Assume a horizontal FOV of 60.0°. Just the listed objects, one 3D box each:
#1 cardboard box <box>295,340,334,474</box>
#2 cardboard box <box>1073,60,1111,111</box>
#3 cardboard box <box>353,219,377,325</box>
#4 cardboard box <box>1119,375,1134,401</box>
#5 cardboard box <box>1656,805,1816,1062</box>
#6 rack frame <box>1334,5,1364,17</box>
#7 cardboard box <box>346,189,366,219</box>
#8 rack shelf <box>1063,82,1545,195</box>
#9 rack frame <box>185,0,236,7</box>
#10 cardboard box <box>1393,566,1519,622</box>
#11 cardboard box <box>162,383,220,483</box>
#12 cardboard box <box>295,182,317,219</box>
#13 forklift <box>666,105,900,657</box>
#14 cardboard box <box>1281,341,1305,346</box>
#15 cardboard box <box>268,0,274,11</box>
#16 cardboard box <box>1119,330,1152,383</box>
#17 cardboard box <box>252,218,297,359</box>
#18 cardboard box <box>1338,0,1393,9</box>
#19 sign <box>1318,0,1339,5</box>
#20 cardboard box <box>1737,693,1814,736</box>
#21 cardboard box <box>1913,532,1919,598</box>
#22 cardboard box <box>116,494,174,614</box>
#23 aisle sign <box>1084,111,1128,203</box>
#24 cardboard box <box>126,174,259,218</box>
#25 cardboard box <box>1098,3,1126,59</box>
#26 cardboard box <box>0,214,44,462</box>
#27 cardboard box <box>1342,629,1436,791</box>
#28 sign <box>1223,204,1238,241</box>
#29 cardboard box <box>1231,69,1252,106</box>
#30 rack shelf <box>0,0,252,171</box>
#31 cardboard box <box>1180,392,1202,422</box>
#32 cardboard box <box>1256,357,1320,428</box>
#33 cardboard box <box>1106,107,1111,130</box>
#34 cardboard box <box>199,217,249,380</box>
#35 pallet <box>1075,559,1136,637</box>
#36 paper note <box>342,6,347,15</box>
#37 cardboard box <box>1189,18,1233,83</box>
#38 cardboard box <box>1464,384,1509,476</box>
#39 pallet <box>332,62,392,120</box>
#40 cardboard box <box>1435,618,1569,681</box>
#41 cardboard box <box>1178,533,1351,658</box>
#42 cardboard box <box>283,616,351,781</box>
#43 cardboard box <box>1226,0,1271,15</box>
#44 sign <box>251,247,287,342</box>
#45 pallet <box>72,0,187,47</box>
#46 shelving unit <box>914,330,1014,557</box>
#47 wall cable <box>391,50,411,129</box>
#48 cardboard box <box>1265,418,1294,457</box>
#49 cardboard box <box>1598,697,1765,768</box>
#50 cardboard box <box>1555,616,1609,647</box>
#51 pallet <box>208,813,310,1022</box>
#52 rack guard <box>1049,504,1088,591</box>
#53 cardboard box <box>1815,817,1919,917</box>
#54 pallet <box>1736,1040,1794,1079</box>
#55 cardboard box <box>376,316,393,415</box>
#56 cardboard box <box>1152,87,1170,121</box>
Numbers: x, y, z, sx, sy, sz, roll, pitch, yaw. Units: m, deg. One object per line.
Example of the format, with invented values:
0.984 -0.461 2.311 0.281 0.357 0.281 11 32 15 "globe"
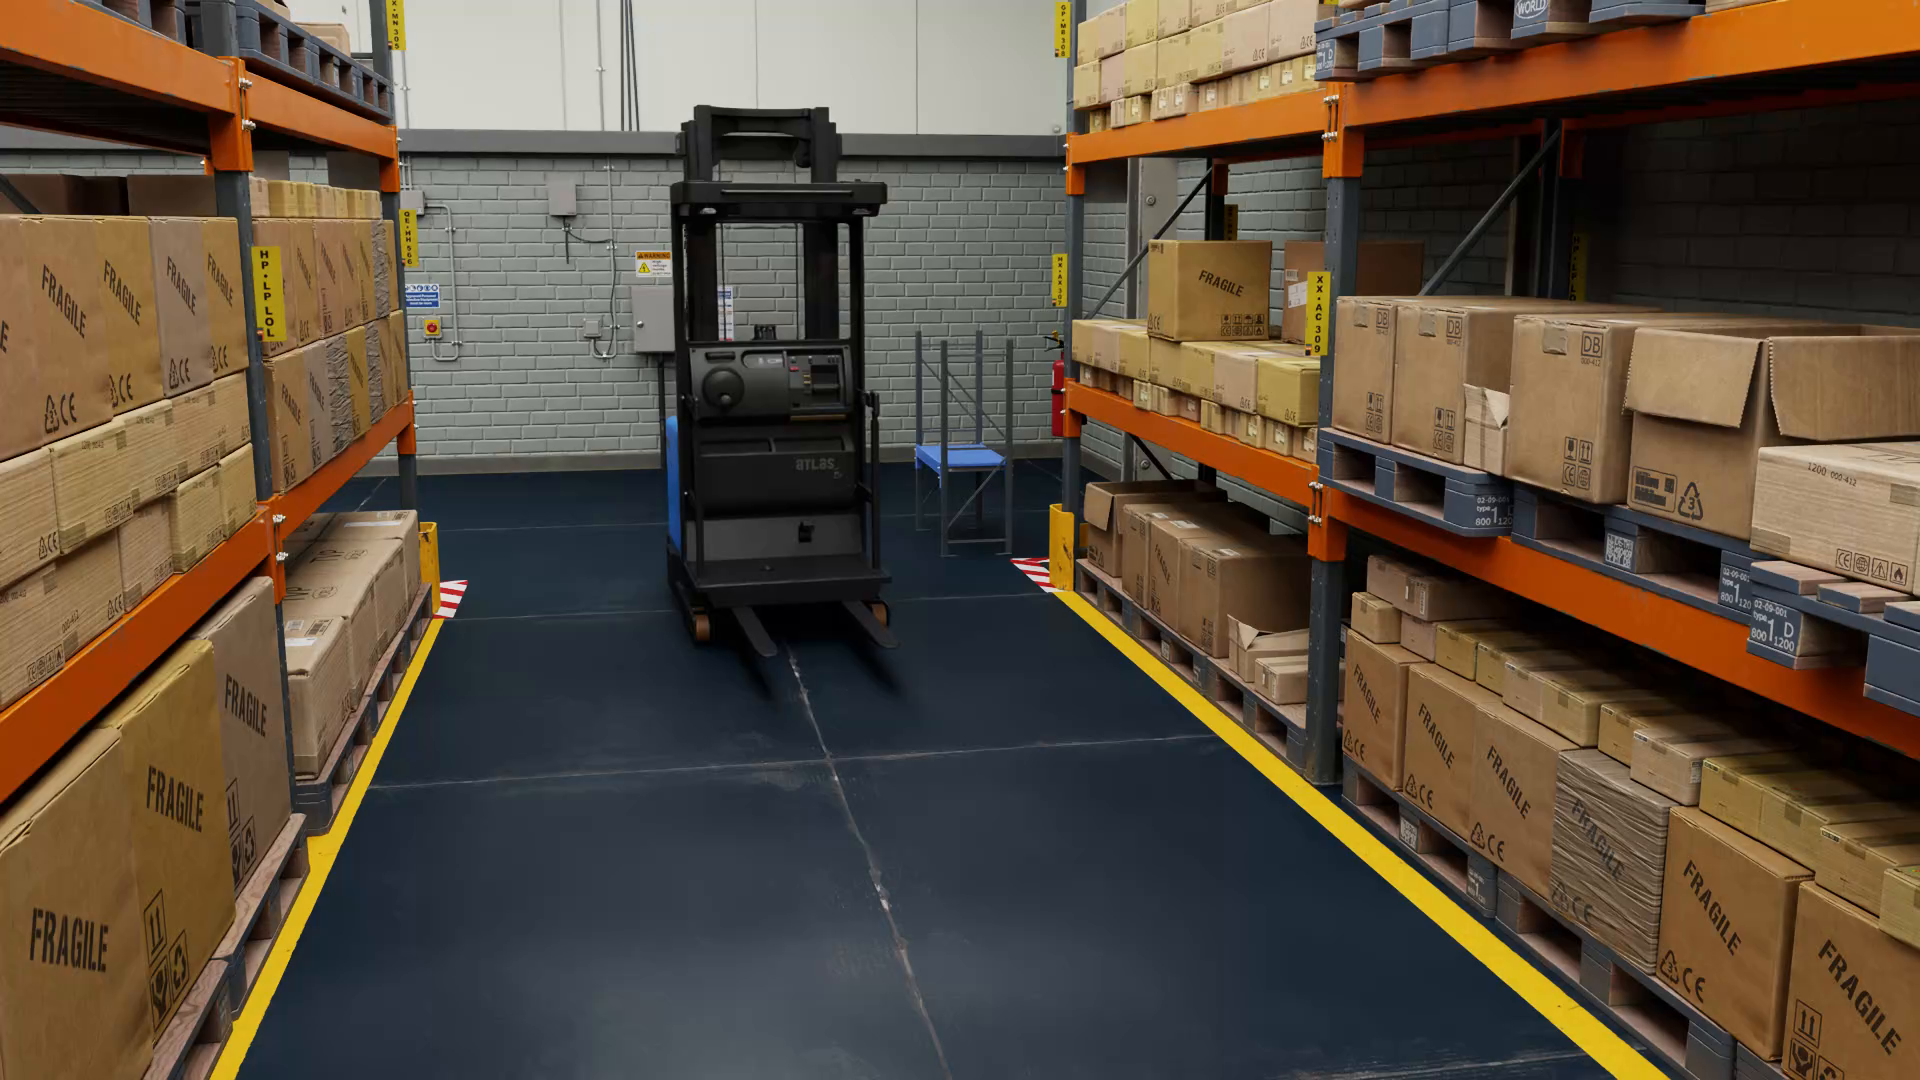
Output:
-2.860 -0.539 6.737 0.500 0.500 0.500 -2 11 -11 "cardboard box"
0.976 -2.671 9.791 0.500 0.250 0.500 -2 11 -12 "cardboard box"
-3.159 -1.310 8.116 0.500 0.500 0.500 -2 11 -11 "cardboard box"
1.122 -0.882 9.481 0.380 0.149 0.250 -2 11 -9 "cardboard box"
2.229 1.015 4.405 0.500 0.500 0.500 -2 11 -9 "cardboard box"
1.936 -3.430 6.150 1.000 3.000 0.127 -2 11 -11 "rack frame"
-3.230 -1.698 8.419 0.380 0.149 0.250 -2 11 -10 "cardboard box"
1.547 -1.970 8.425 1.077 0.370 4.000 -2 11 -11 "rack shelf"
-2.932 -3.249 5.198 1.000 3.000 0.127 -2 11 -11 "rack frame"
1.842 0.195 6.179 0.380 0.149 0.250 -3 11 -14 "cardboard box"
-2.503 -0.310 4.867 0.500 0.250 0.500 -2 11 -10 "cardboard box"
-2.907 -1.417 6.944 0.380 0.149 0.250 -2 11 -13 "cardboard box"
-1.022 -0.948 9.339 1.130 2.935 3.031 -3 11 -15 "forklift"
1.902 -0.842 8.205 0.500 0.250 0.500 -2 11 -10 "cardboard box"
-3.226 -2.327 6.713 0.797 0.503 0.637 -1 11 -7 "cardboard box"
1.182 -1.011 9.089 0.500 0.250 0.500 -2 11 -12 "cardboard box"
-2.787 -0.938 6.161 0.500 0.500 0.500 -2 11 -11 "cardboard box"
1.604 -2.019 6.041 0.380 0.149 0.250 -2 11 -10 "cardboard box"
1.405 -2.189 6.271 0.100 0.325 0.005 -2 11 -11 "sign"
2.603 0.561 5.056 0.380 0.149 0.250 -3 11 -13 "cardboard box"
2.210 0.061 3.400 0.380 0.149 0.250 -2 11 -10 "cardboard box"
-2.420 0.032 4.408 0.500 0.250 0.500 -2 11 -13 "cardboard box"
0.857 -2.495 10.332 0.394 0.787 0.004 -2 11 -11 "aisle sign"
-2.739 -1.228 5.949 0.380 0.149 0.250 -2 11 -12 "cardboard box"
1.078 -2.824 9.255 0.500 0.250 0.500 -2 11 -11 "cardboard box"
-2.202 -0.394 3.301 0.500 0.500 0.500 -2 11 -9 "cardboard box"
1.809 0.636 6.396 0.500 0.500 0.500 -2 11 -9 "cardboard box"
1.706 -1.957 10.514 0.100 0.325 0.005 -2 11 -11 "sign"
1.445 -2.028 7.478 0.380 0.149 0.250 -2 11 -11 "cardboard box"
-2.543 -1.055 3.618 1.077 0.370 4.000 -2 11 -11 "rack shelf"
1.344 -0.692 8.483 0.380 0.149 0.250 -2 11 -11 "cardboard box"
1.598 -0.640 7.141 0.500 0.250 0.500 -2 11 -10 "cardboard box"
1.069 -2.452 9.709 0.380 0.149 0.250 -2 11 -10 "cardboard box"
-2.599 -0.769 5.273 0.500 0.500 0.500 -2 11 -9 "cardboard box"
1.329 0.314 9.985 1.003 0.211 1.213 -2 11 -11 "pallet"
-2.731 -2.353 7.380 0.006 0.032 0.123 -2 11 -11 "paper note"
1.397 -2.297 7.828 0.500 0.250 0.500 -2 11 -10 "cardboard box"
1.830 -0.354 5.272 0.396 0.266 0.258 -2 11 -8 "cardboard box"
-3.556 -2.330 8.628 1.003 0.211 1.213 -2 11 -11 "pallet"
1.936 0.390 5.951 0.380 0.149 0.250 -3 11 -14 "cardboard box"
1.514 0.269 8.321 0.700 0.500 0.500 -3 11 -13 "cardboard box"
-2.949 0.632 6.584 0.875 0.438 0.875 -2 11 -12 "cardboard box"
1.494 -2.451 7.297 0.500 0.250 0.500 -2 11 -12 "cardboard box"
-2.402 -0.853 5.771 0.100 0.325 0.005 -2 11 -11 "sign"
-2.705 -1.515 4.622 0.805 0.209 1.217 -3 11 -13 "pallet"
0.017 -0.721 11.974 0.538 1.500 1.048 -2 11 -11 "shelving unit"
-5.093 -5.015 14.480 0.463 3.000 0.029 -2 11 -11 "wall cable"
1.554 -0.456 7.240 0.380 0.149 0.250 -2 11 -9 "cardboard box"
2.141 0.581 4.947 0.380 0.149 0.250 -2 11 -11 "cardboard box"
2.402 0.370 6.060 0.380 0.149 0.250 -2 11 -10 "cardboard box"
-2.708 1.207 5.290 1.003 0.211 1.213 -2 11 -11 "pallet"
1.173 0.025 10.726 1.175 0.500 0.348 -2 11 -11 "rack guard"
2.278 0.774 3.937 0.380 0.149 0.250 -2 11 -13 "cardboard box"
2.606 1.482 3.844 1.003 0.211 1.213 -2 11 -11 "pallet"
-3.274 -0.913 8.703 0.500 0.500 0.500 -2 11 -12 "cardboard box"
1.195 -2.215 8.461 0.380 0.149 0.250 -2 11 -11 "cardboard box"
